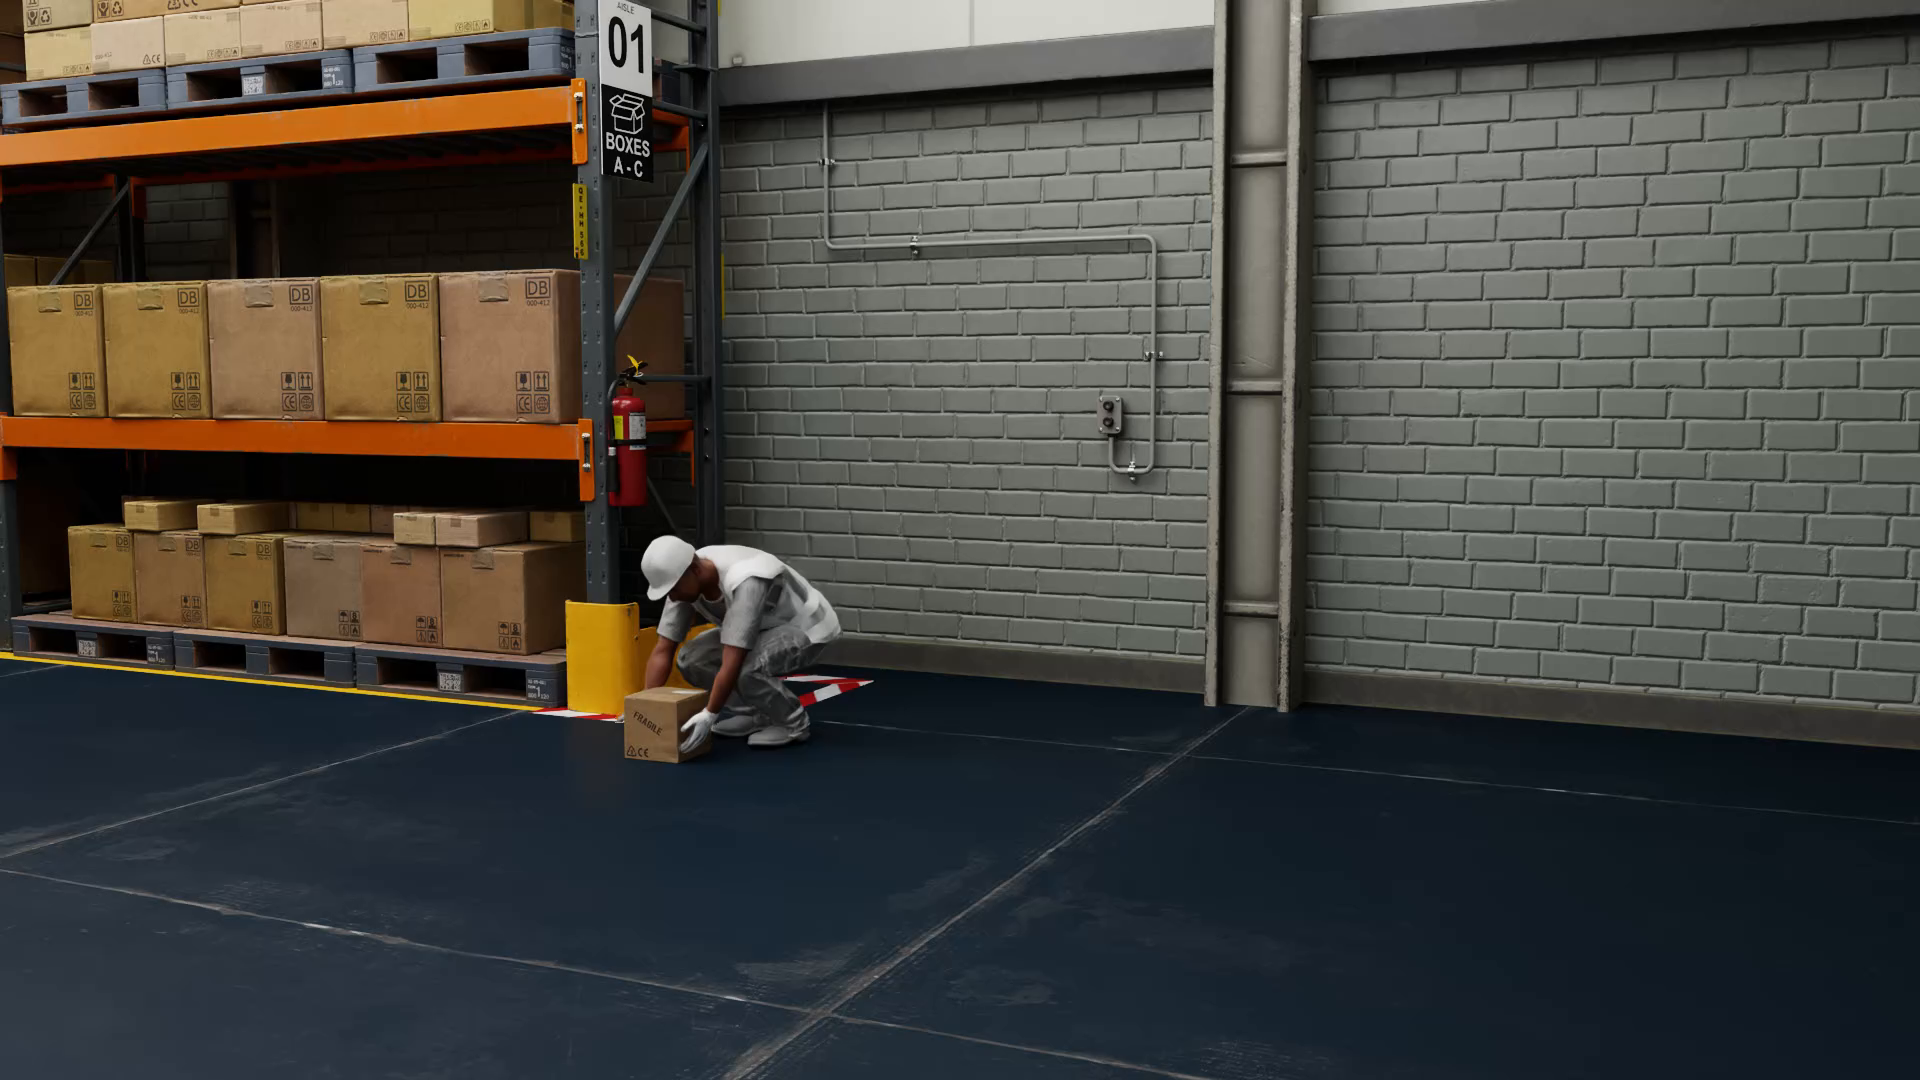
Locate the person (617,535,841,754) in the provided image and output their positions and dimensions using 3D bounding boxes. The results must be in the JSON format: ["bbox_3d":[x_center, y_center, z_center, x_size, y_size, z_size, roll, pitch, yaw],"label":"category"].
[{"bbox_3d":[-0.922,0.405,6.830,0.935,0.897,0.579,-4,7,-39],"label":"person"}]
